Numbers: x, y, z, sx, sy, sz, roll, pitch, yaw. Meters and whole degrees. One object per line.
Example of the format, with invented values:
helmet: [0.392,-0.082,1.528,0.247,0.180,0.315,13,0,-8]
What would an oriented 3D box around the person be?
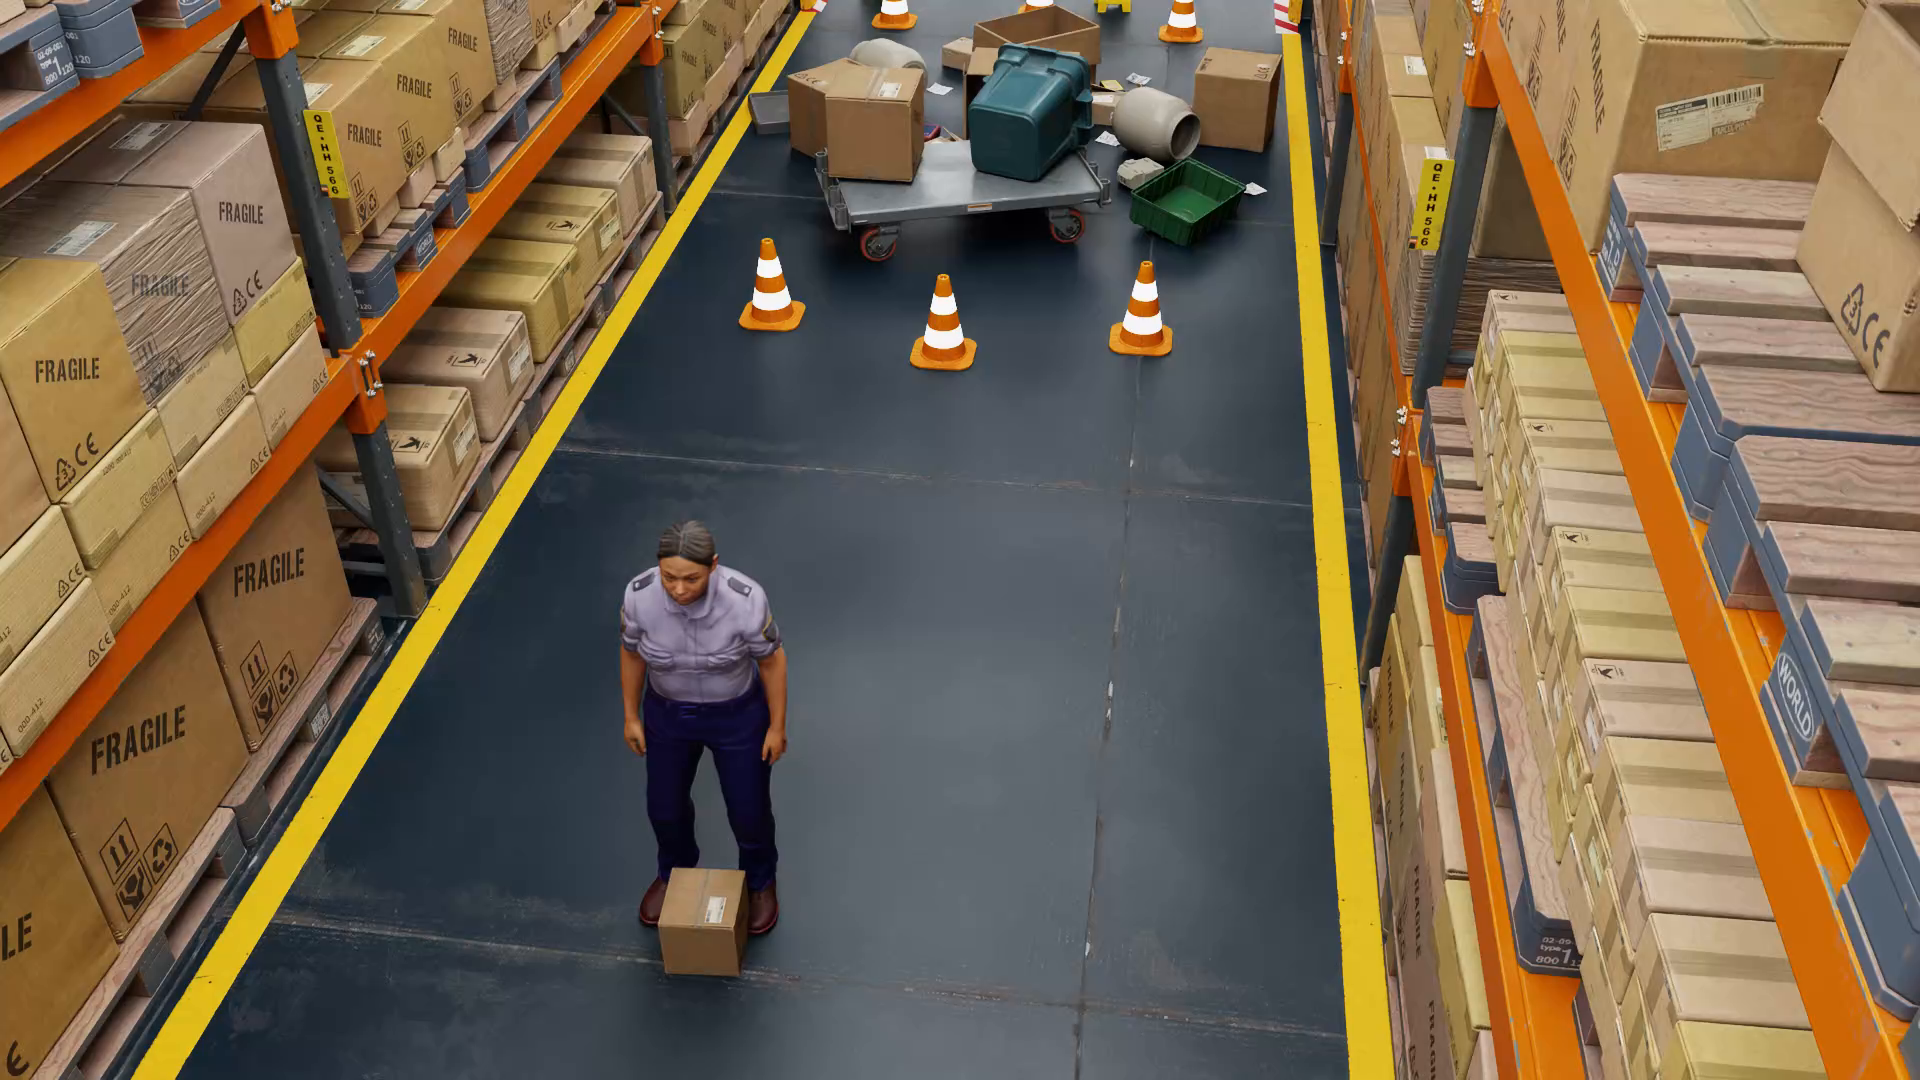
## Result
person: [-0.827,0.581,5.365,0.558,1.652,0.368,3,36,4]
